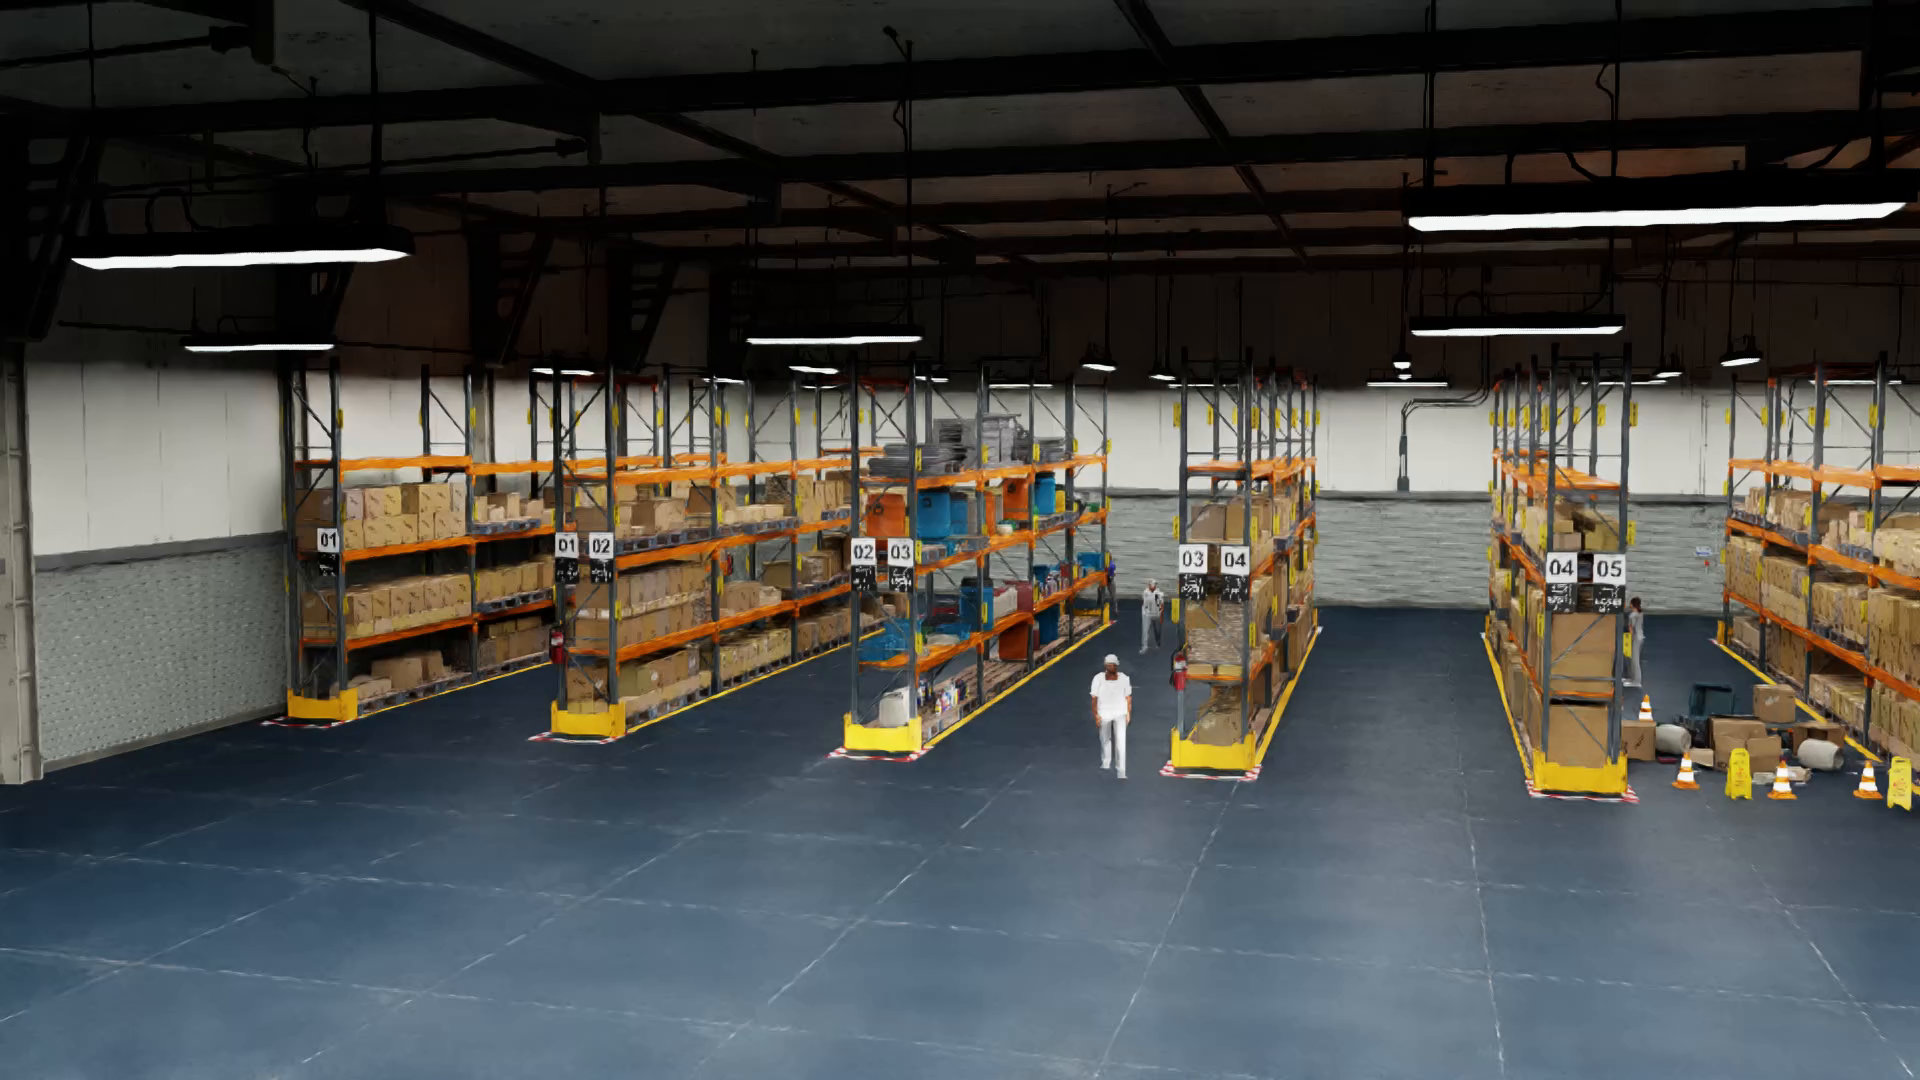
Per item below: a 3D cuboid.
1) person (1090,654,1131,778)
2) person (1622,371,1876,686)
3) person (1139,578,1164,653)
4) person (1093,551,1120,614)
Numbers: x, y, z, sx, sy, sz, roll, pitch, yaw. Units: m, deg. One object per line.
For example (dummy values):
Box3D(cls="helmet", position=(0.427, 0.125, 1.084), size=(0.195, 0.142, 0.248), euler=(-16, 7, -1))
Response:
Box3D(cls="person", position=(2.108, 2.434, 23.254), size=(0.571, 1.708, 1.035), euler=(1, 4, 7))
Box3D(cls="person", position=(13.988, -0.095, 29.790), size=(1.045, 5.788, 4.061), euler=(-4, 6, -44))
Box3D(cls="person", position=(4.118, 1.592, 35.501), size=(0.481, 1.583, 1.092), euler=(1, 4, 13))
Box3D(cls="person", position=(3.721, 1.065, 42.409), size=(0.556, 1.601, 0.914), euler=(-1, 4, -11))
